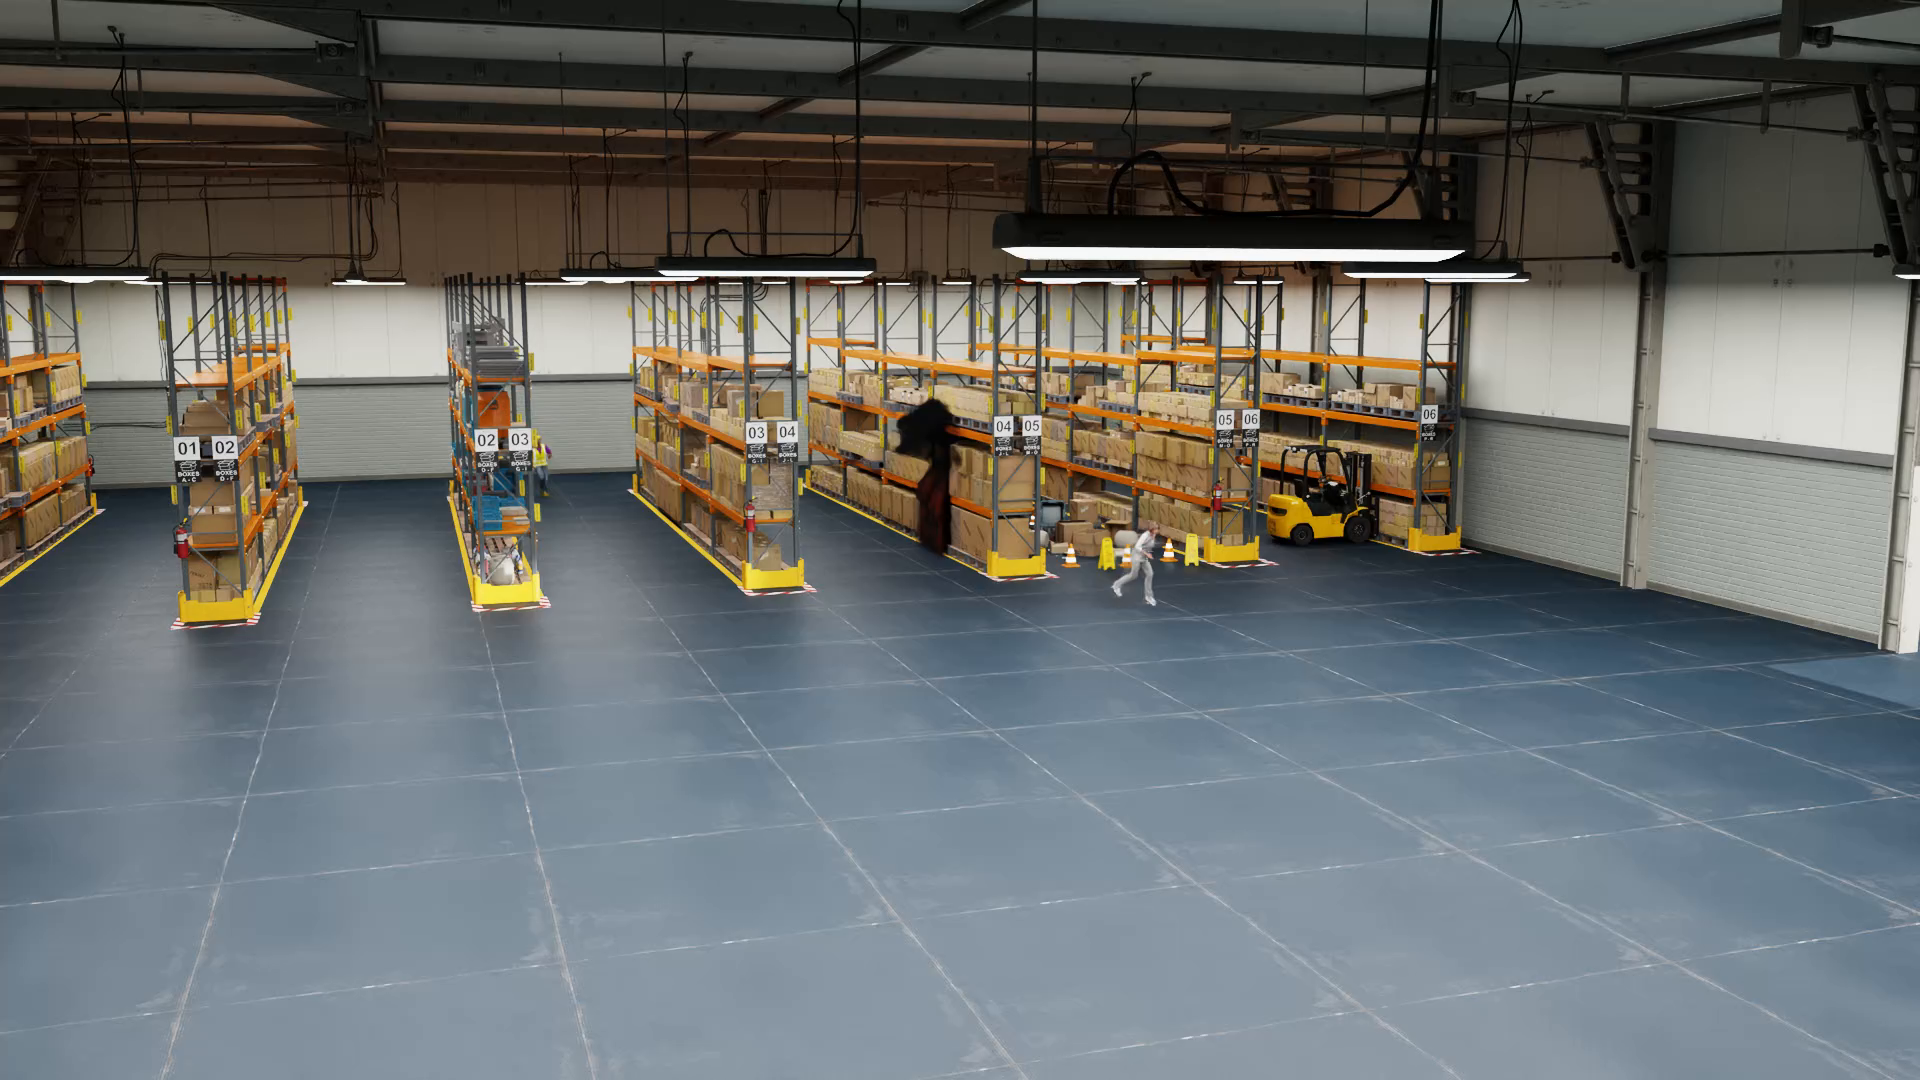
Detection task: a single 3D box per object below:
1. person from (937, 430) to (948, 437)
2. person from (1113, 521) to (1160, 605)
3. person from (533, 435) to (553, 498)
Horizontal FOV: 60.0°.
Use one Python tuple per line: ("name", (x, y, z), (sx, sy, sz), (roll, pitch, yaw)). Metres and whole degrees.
("person", (-0.545, -3.049, 52.693), (0.735, 1.725, 0.545), (-7, 11, -40))
("person", (3.233, 0.398, 30.553), (0.920, 1.546, 0.576), (5, 10, 30))
("person", (-11.561, -2.015, 45.648), (0.828, 1.760, 0.652), (-6, 11, -36))
